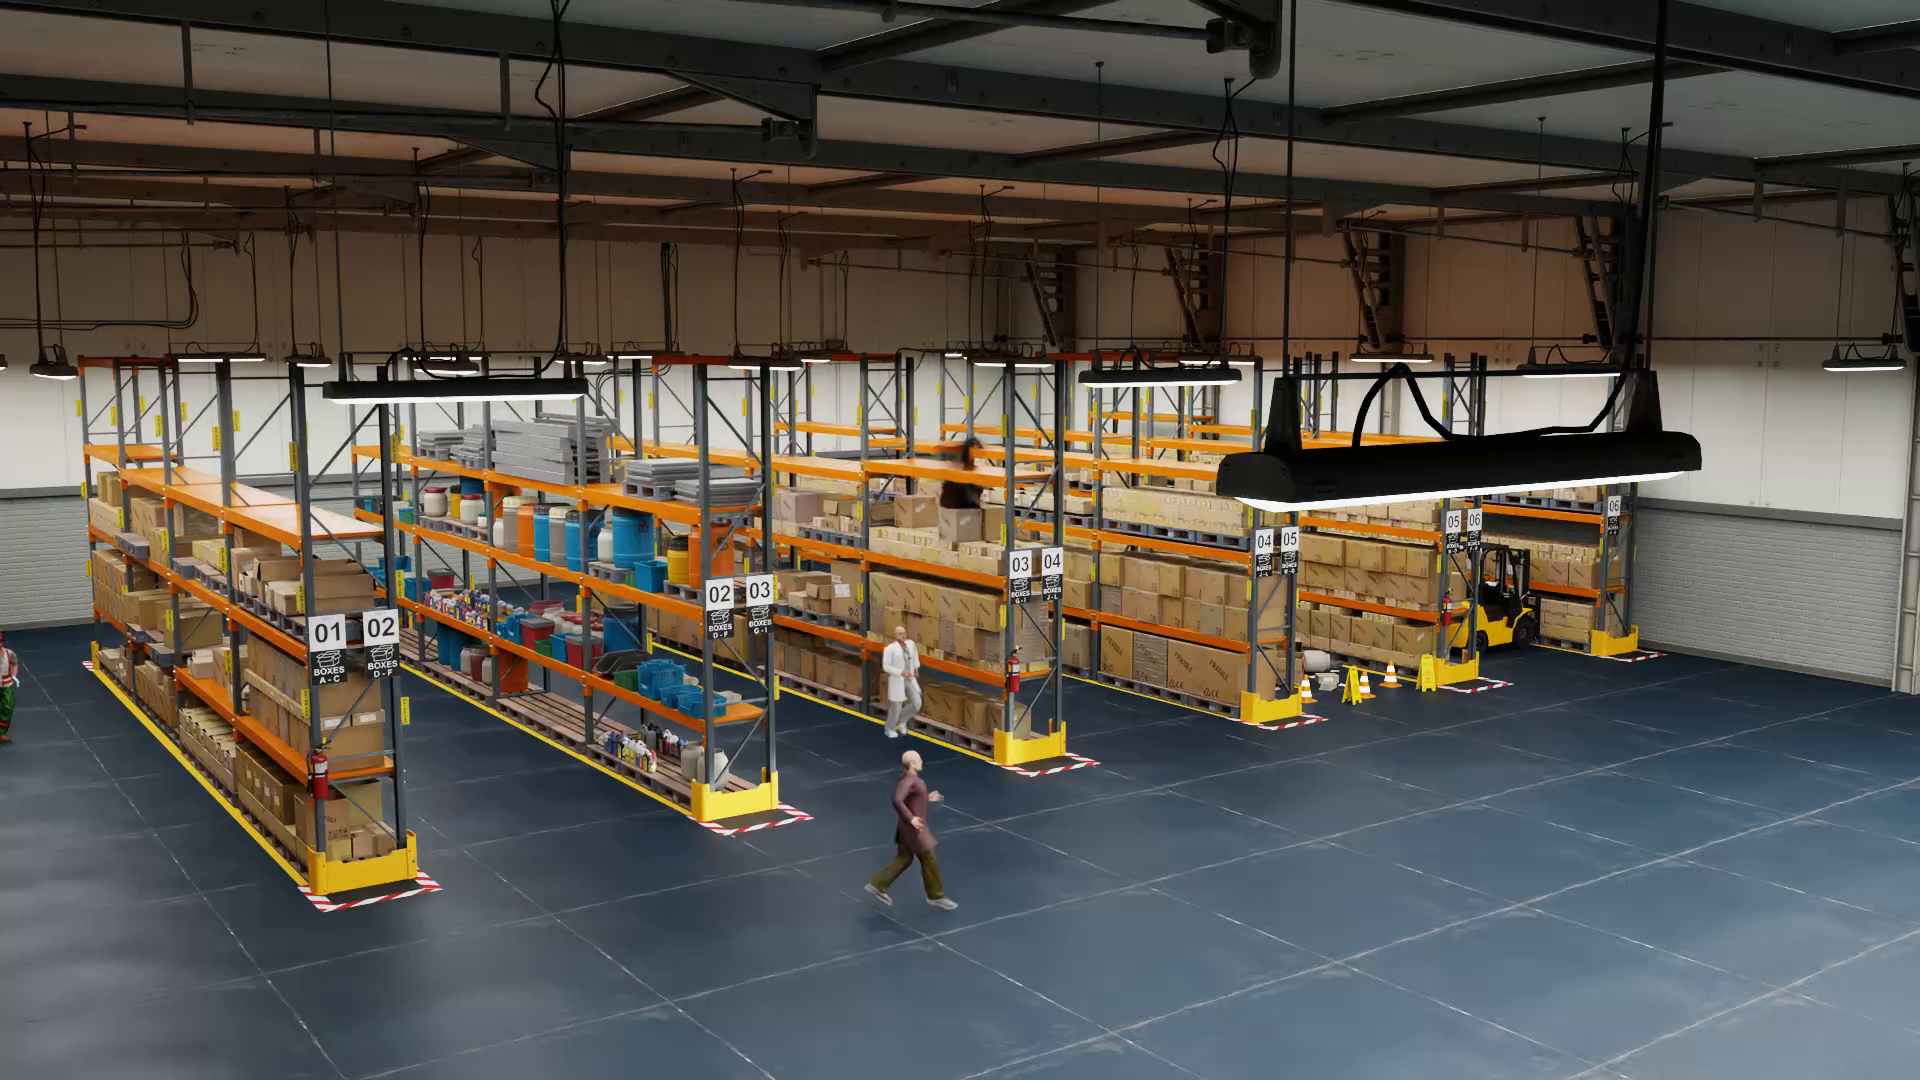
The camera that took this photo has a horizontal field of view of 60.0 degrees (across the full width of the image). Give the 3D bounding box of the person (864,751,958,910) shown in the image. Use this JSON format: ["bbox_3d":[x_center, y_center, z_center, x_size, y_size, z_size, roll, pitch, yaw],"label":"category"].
[{"bbox_3d":[-0.545,3.214,18.374,1.041,1.805,0.703,-2,7,-15],"label":"person"}]

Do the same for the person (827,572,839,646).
[{"bbox_3d":[-2.654,1.484,33.295,0.609,1.711,0.876,-4,8,-31],"label":"person"}]

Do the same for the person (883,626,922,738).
[{"bbox_3d":[-0.851,2.150,25.021,0.735,1.732,0.820,-4,8,-32],"label":"person"}]

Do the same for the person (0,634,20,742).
[{"bbox_3d":[-15.190,2.300,26.242,0.638,1.733,0.644,6,9,42],"label":"person"}]
